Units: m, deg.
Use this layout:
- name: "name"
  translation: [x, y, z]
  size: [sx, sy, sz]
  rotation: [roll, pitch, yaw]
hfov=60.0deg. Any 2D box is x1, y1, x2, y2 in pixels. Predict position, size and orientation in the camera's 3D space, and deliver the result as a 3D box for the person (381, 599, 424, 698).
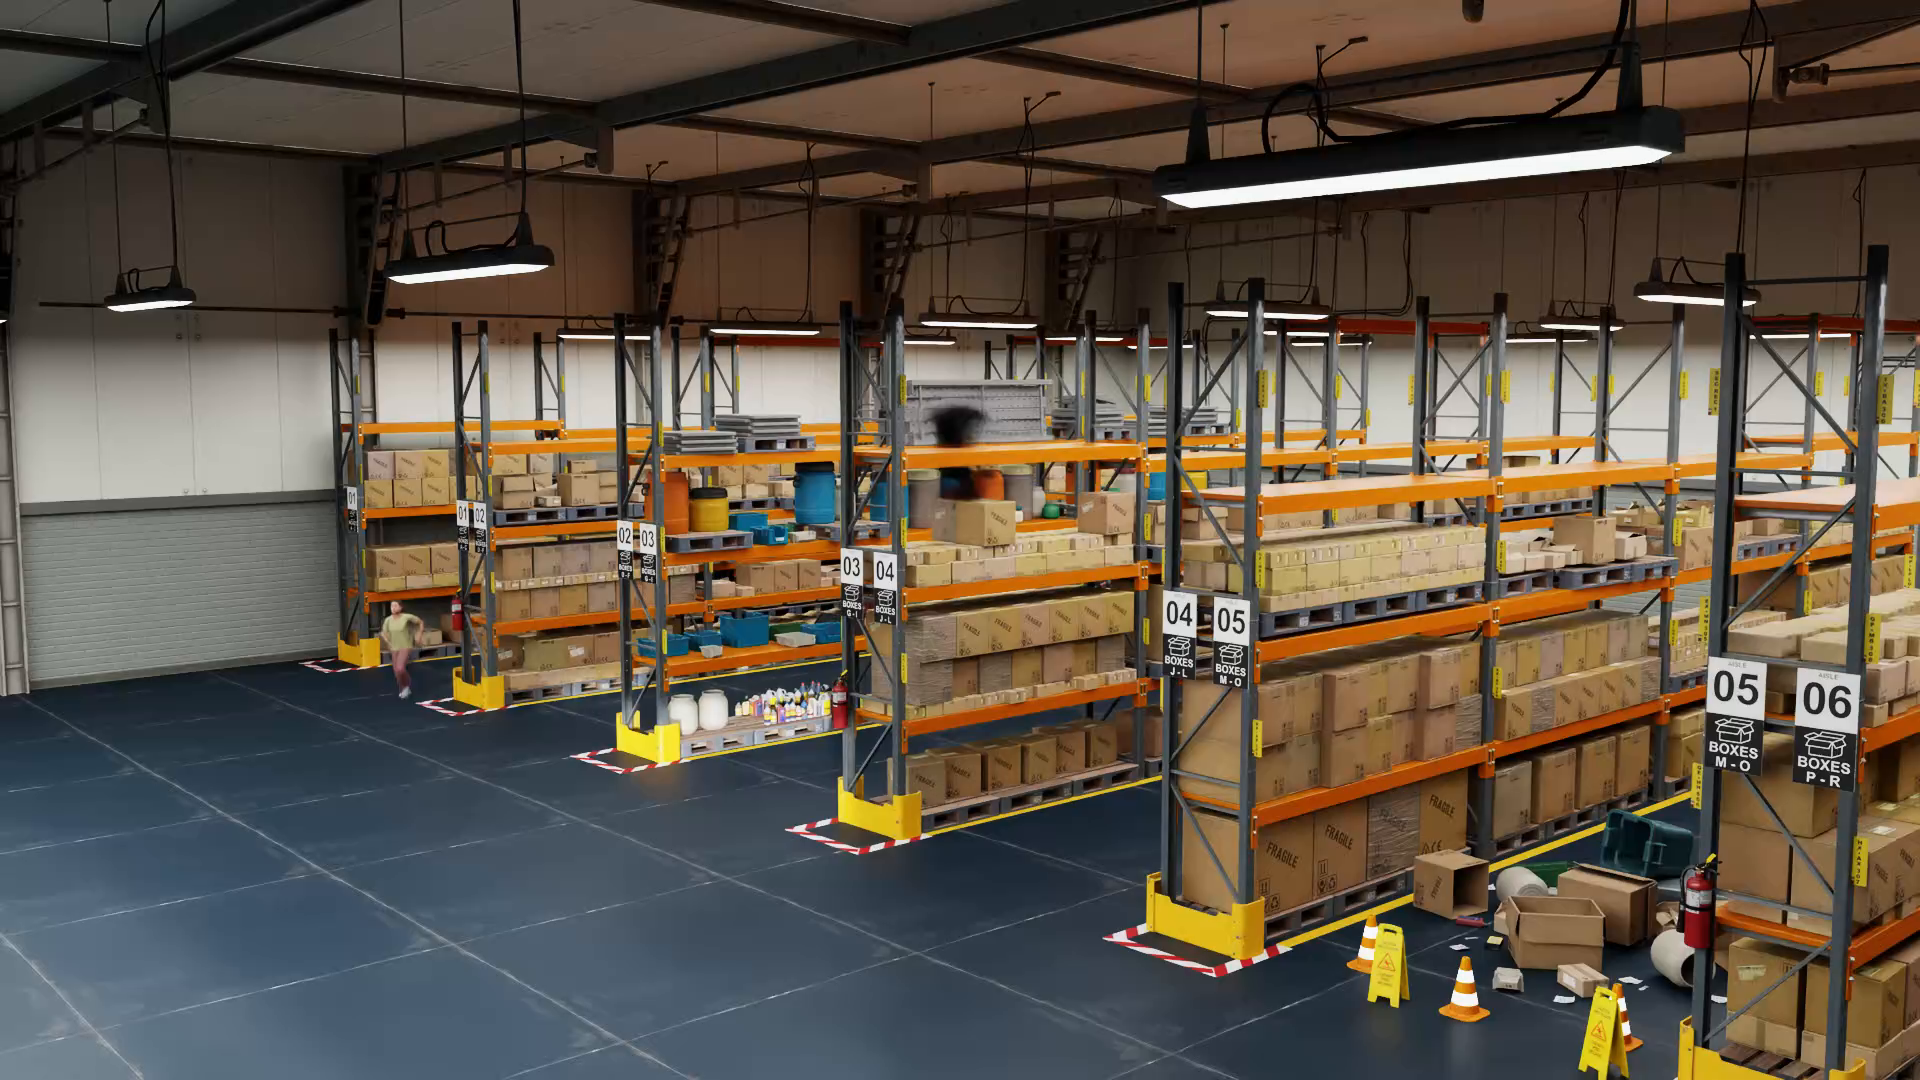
- name: "person"
  translation: [-8.859, 1.734, 26.368]
  size: [0.579, 1.618, 0.764]
  rotation: [1, 6, 8]
